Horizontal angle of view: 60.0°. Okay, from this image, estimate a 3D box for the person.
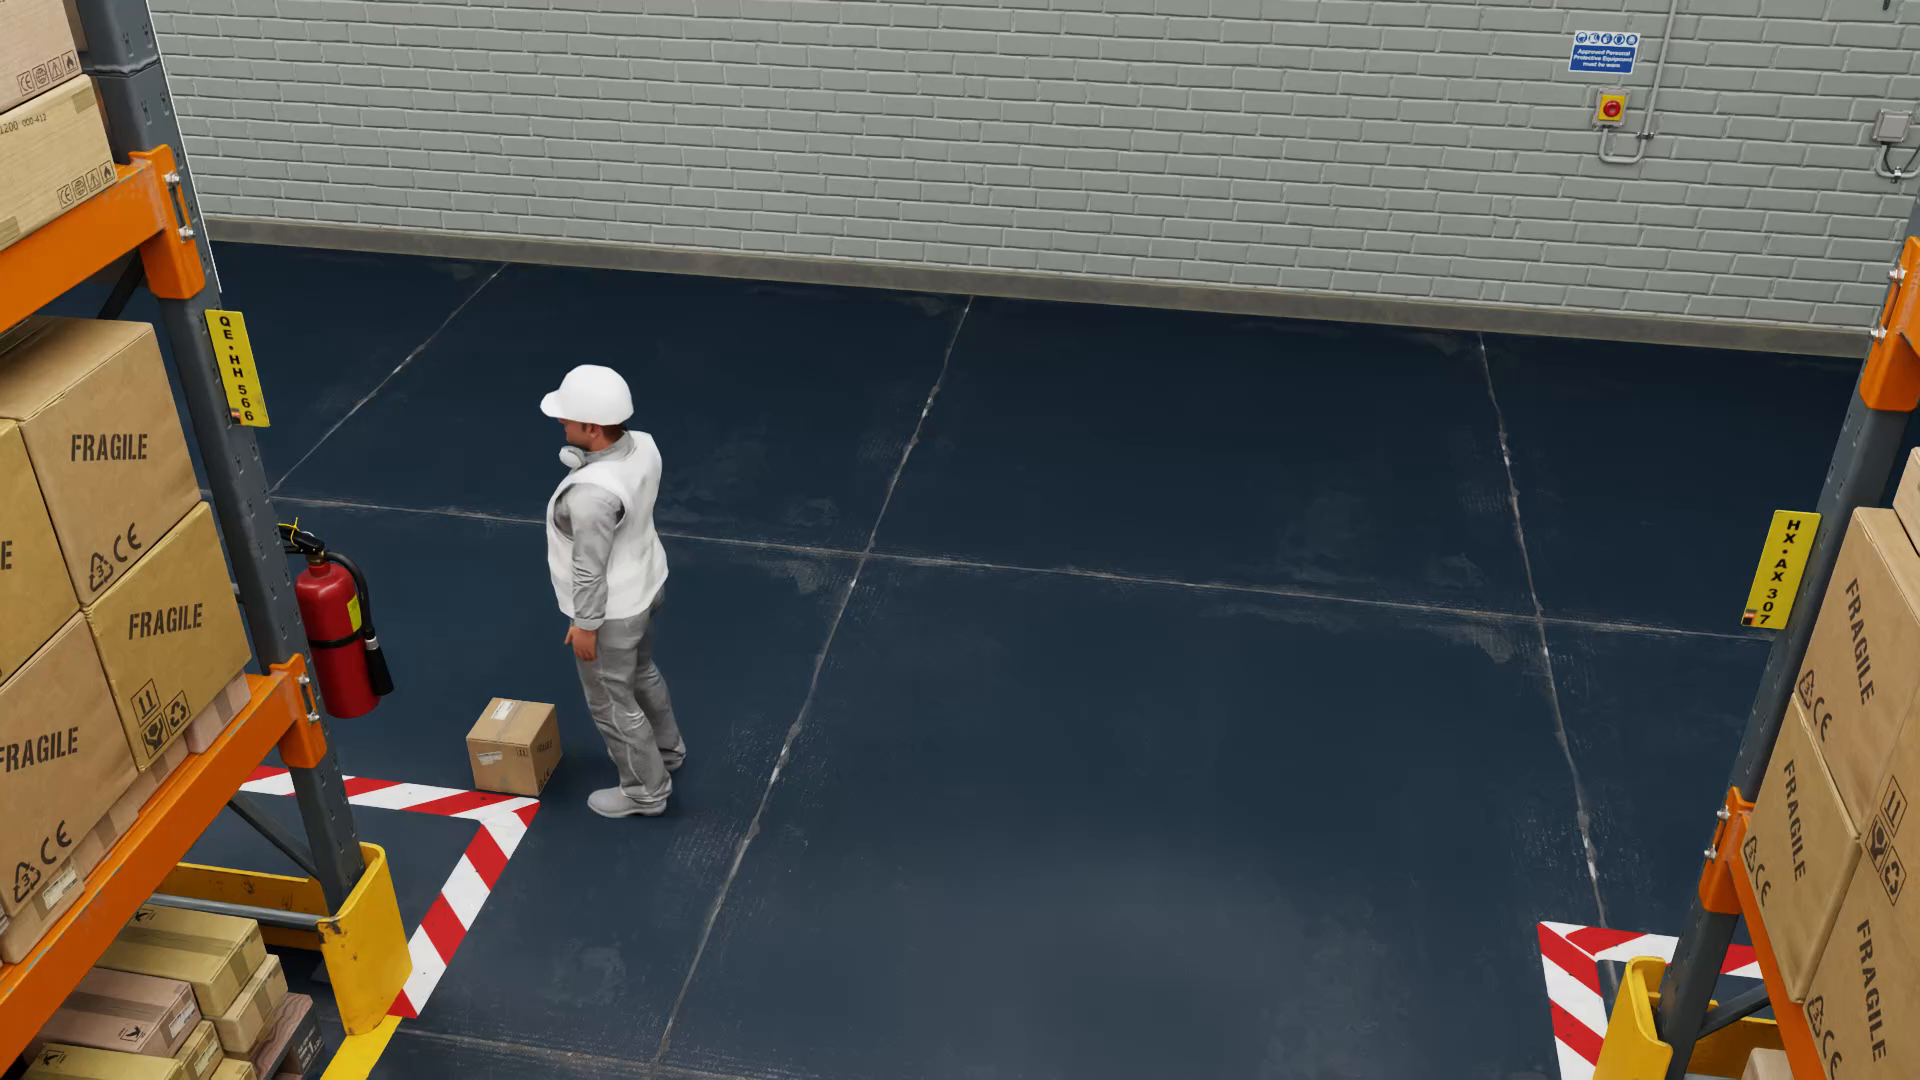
[{"bbox_3d":[-1.219,0.193,5.817,0.359,1.774,0.531,6,33,9],"label":"person"}]
